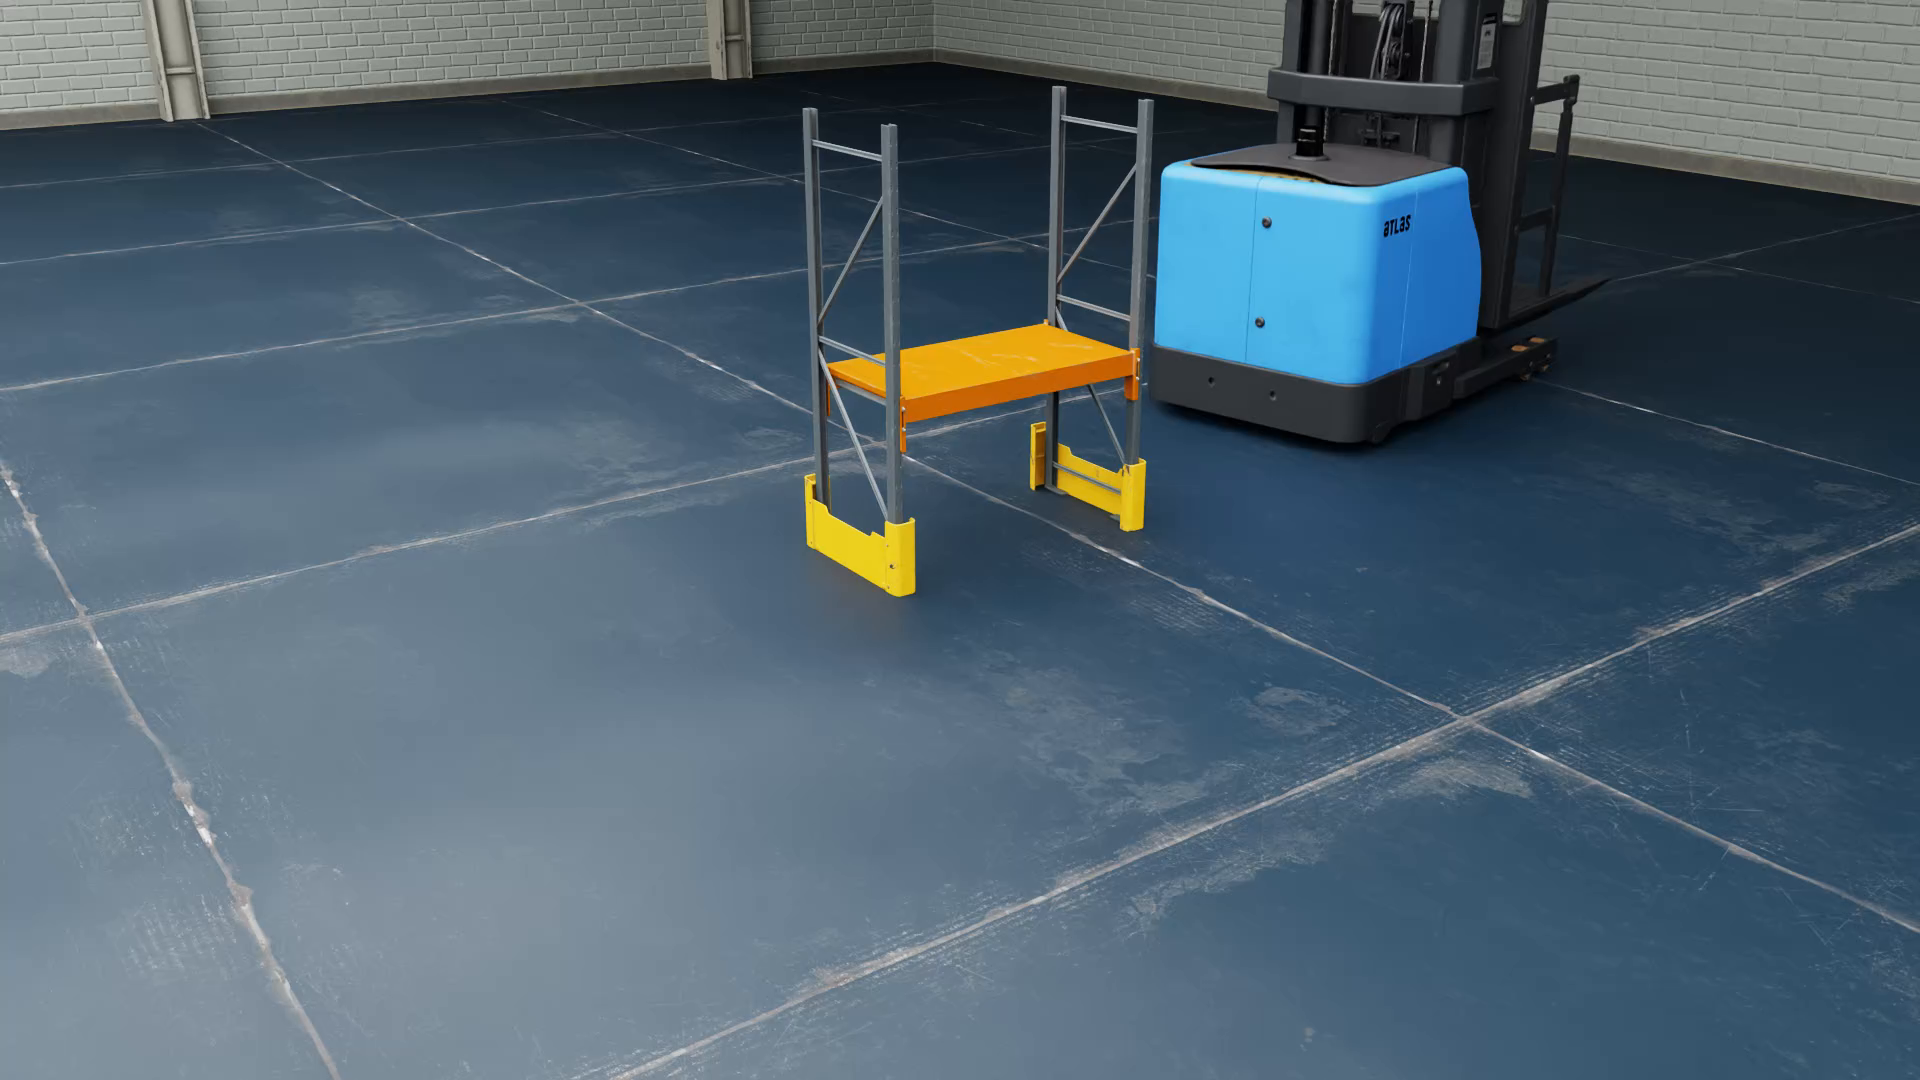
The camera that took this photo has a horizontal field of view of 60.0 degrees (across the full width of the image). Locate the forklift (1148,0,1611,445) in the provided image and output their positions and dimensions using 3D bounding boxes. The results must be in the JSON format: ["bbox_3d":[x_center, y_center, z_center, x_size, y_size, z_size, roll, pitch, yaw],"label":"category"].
[{"bbox_3d":[2.183,-2.214,7.491,1.130,2.935,3.031,18,28,38],"label":"forklift"}]

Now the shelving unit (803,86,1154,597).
[{"bbox_3d":[0.062,-0.713,5.660,1.083,1.500,0.587,-15,26,-33],"label":"shelving unit"}]

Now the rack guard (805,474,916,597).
[{"bbox_3d":[-0.342,-0.025,5.621,0.087,0.250,0.587,-15,26,-33],"label":"rack guard"}]

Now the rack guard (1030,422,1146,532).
[{"bbox_3d":[0.466,-0.240,6.162,0.087,0.250,0.587,-15,26,-33],"label":"rack guard"}]

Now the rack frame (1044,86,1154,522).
[{"bbox_3d":[0.482,-0.825,5.940,0.032,1.500,0.500,-15,26,-33],"label":"rack frame"}]

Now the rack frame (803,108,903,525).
[{"bbox_3d":[-0.343,-0.605,5.389,0.032,1.500,0.500,-15,26,-33],"label":"rack frame"}]

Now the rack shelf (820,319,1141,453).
[{"bbox_3d":[0.069,-0.548,5.731,1.000,0.185,0.538,-15,26,-33],"label":"rack shelf"}]

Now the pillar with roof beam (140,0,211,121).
[{"bbox_3d":[-5.024,-6.992,11.276,0.400,9.000,9.100,-15,26,-33],"label":"pillar with roof beam"}]

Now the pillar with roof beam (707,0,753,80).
[{"bbox_3d":[-0.154,-8.290,14.530,0.400,9.000,9.100,-15,26,-33],"label":"pillar with roof beam"}]
